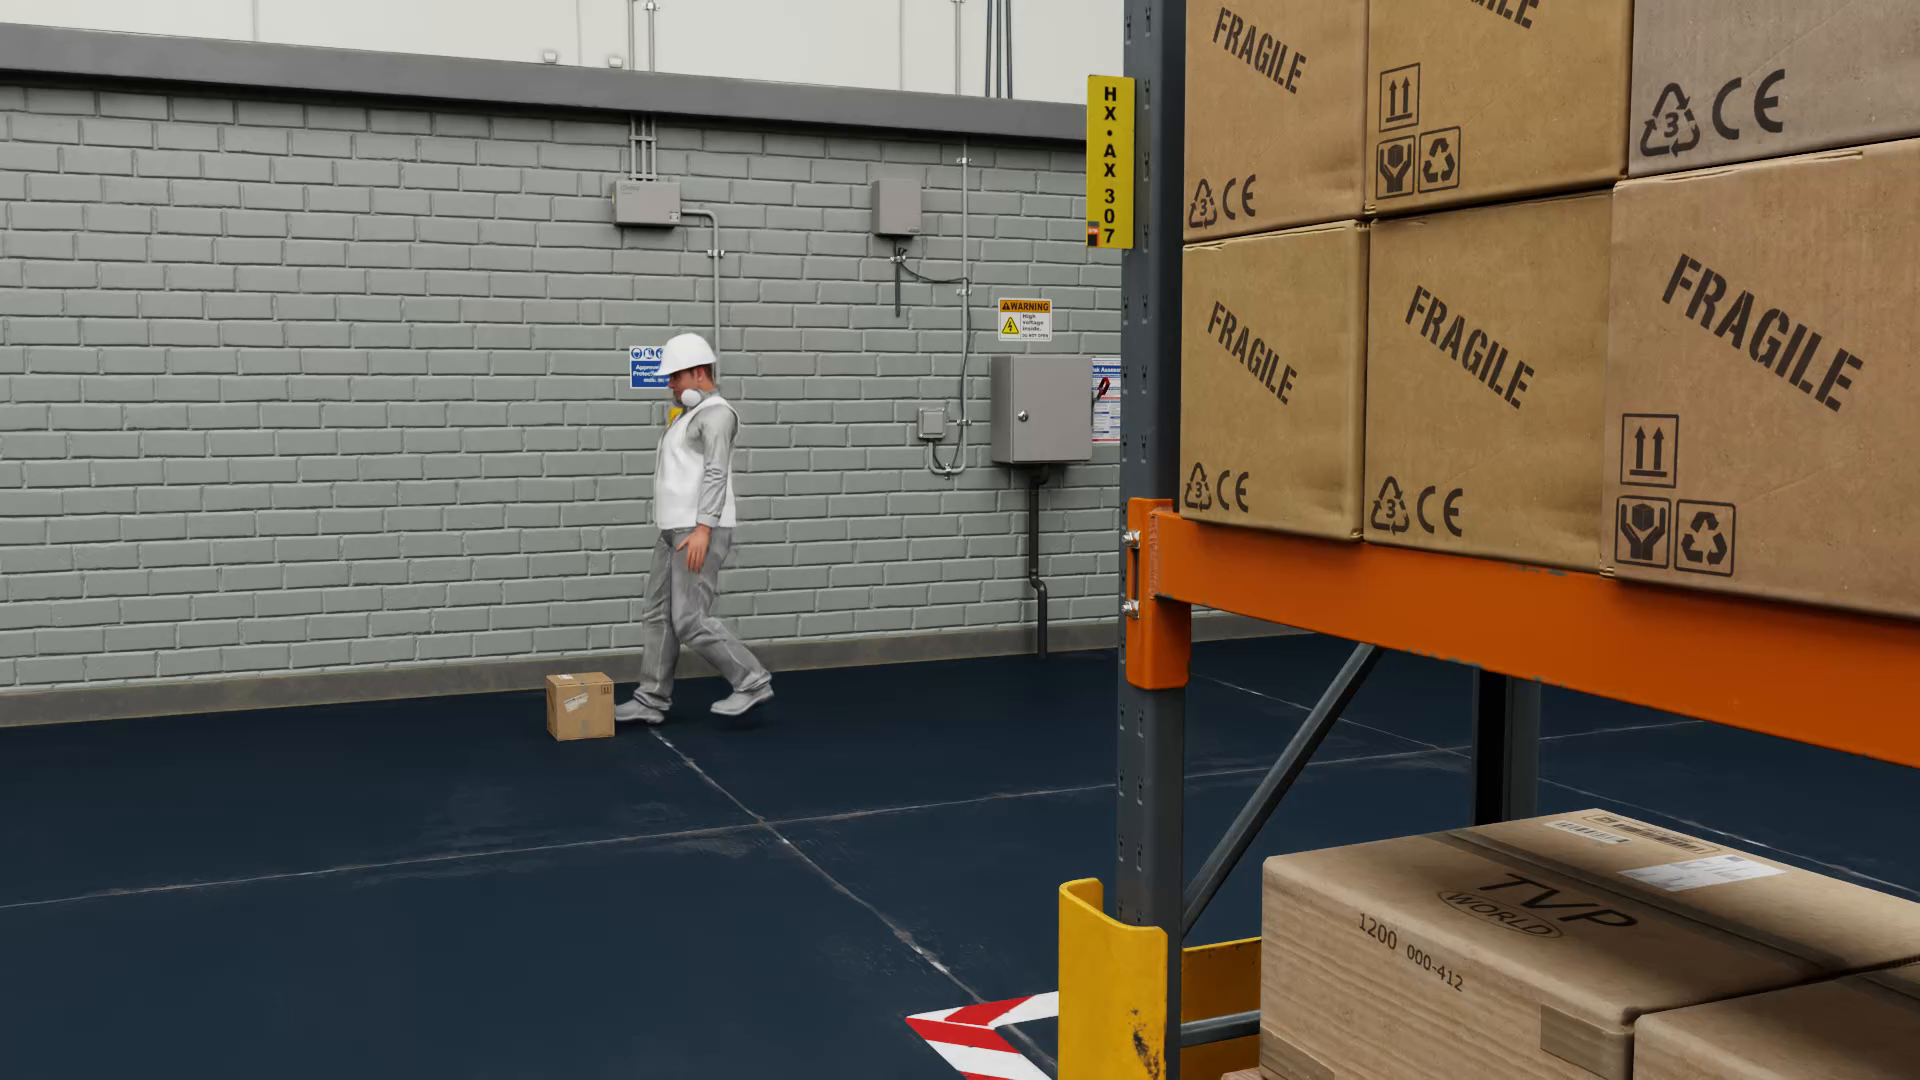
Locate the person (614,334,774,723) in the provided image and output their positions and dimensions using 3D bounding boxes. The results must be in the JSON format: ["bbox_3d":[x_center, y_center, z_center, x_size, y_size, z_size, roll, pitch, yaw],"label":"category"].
[{"bbox_3d":[-1.238,-0.040,7.442,0.736,1.757,0.573,-2,6,-22],"label":"person"}]
